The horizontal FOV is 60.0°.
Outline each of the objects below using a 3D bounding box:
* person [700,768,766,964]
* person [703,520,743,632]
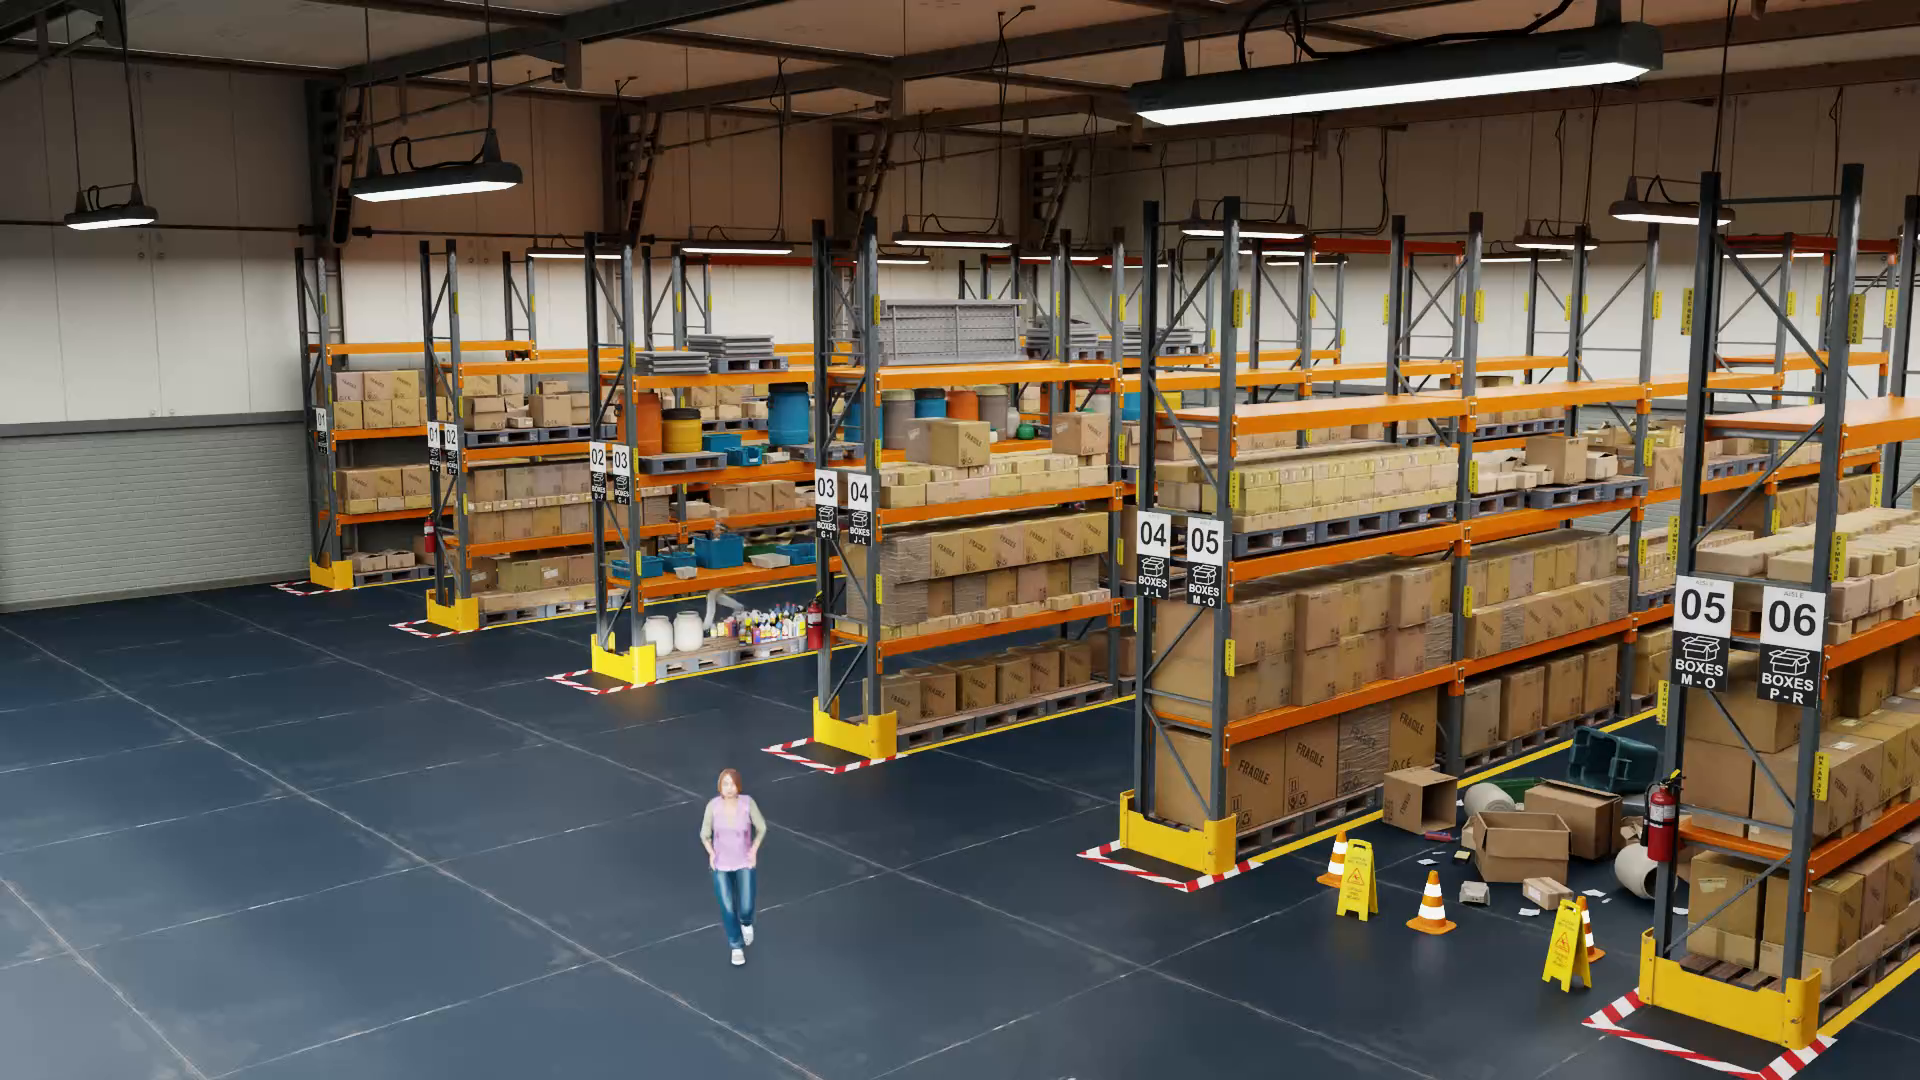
[{"bbox_3d":[-1.757,2.525,12.879,0.512,1.554,0.530,-1,8,-4],"label":"person"},{"bbox_3d":[-3.690,0.531,25.576,0.913,1.669,0.630,-8,11,-42],"label":"person"}]
